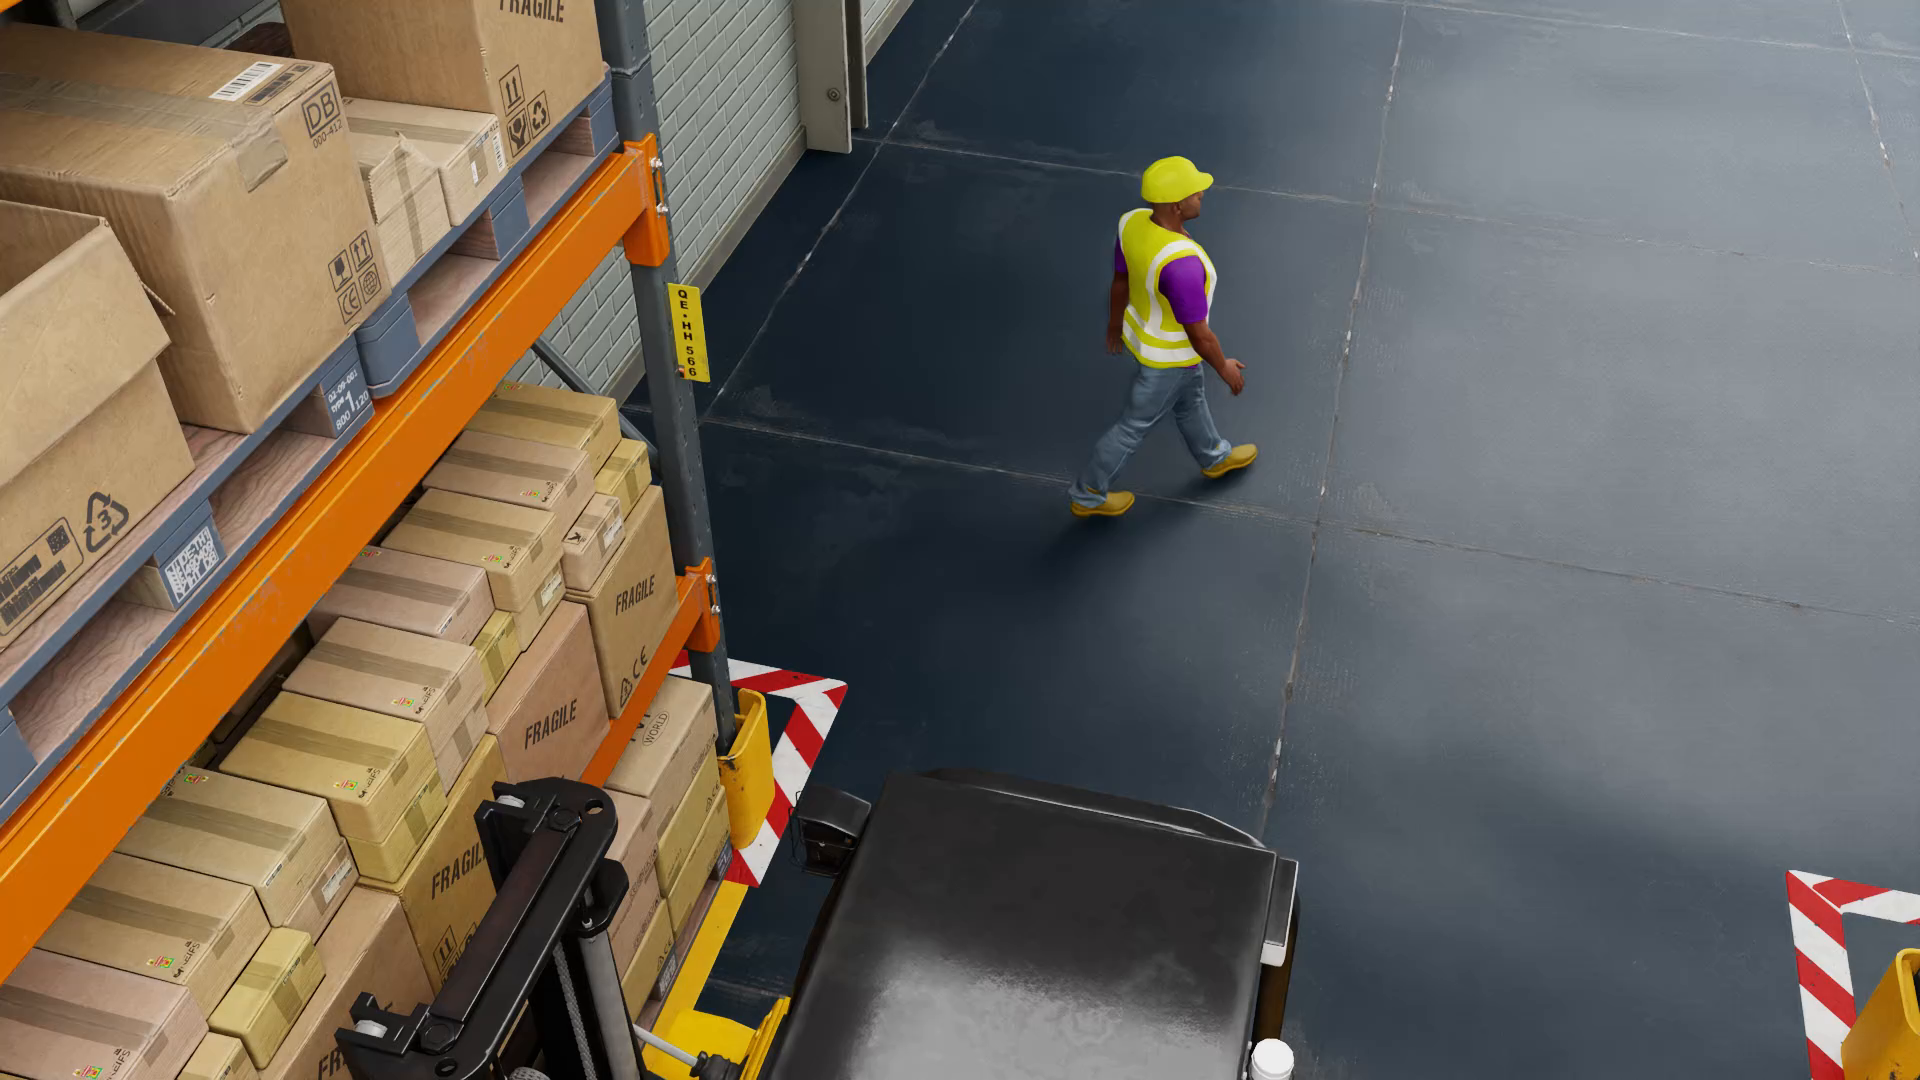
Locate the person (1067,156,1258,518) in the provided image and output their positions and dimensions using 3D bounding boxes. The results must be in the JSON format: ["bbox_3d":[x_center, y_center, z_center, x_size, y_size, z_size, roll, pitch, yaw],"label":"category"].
[{"bbox_3d":[0.964,-0.860,7.119,1.002,1.711,0.609,-10,42,-11],"label":"person"}]
